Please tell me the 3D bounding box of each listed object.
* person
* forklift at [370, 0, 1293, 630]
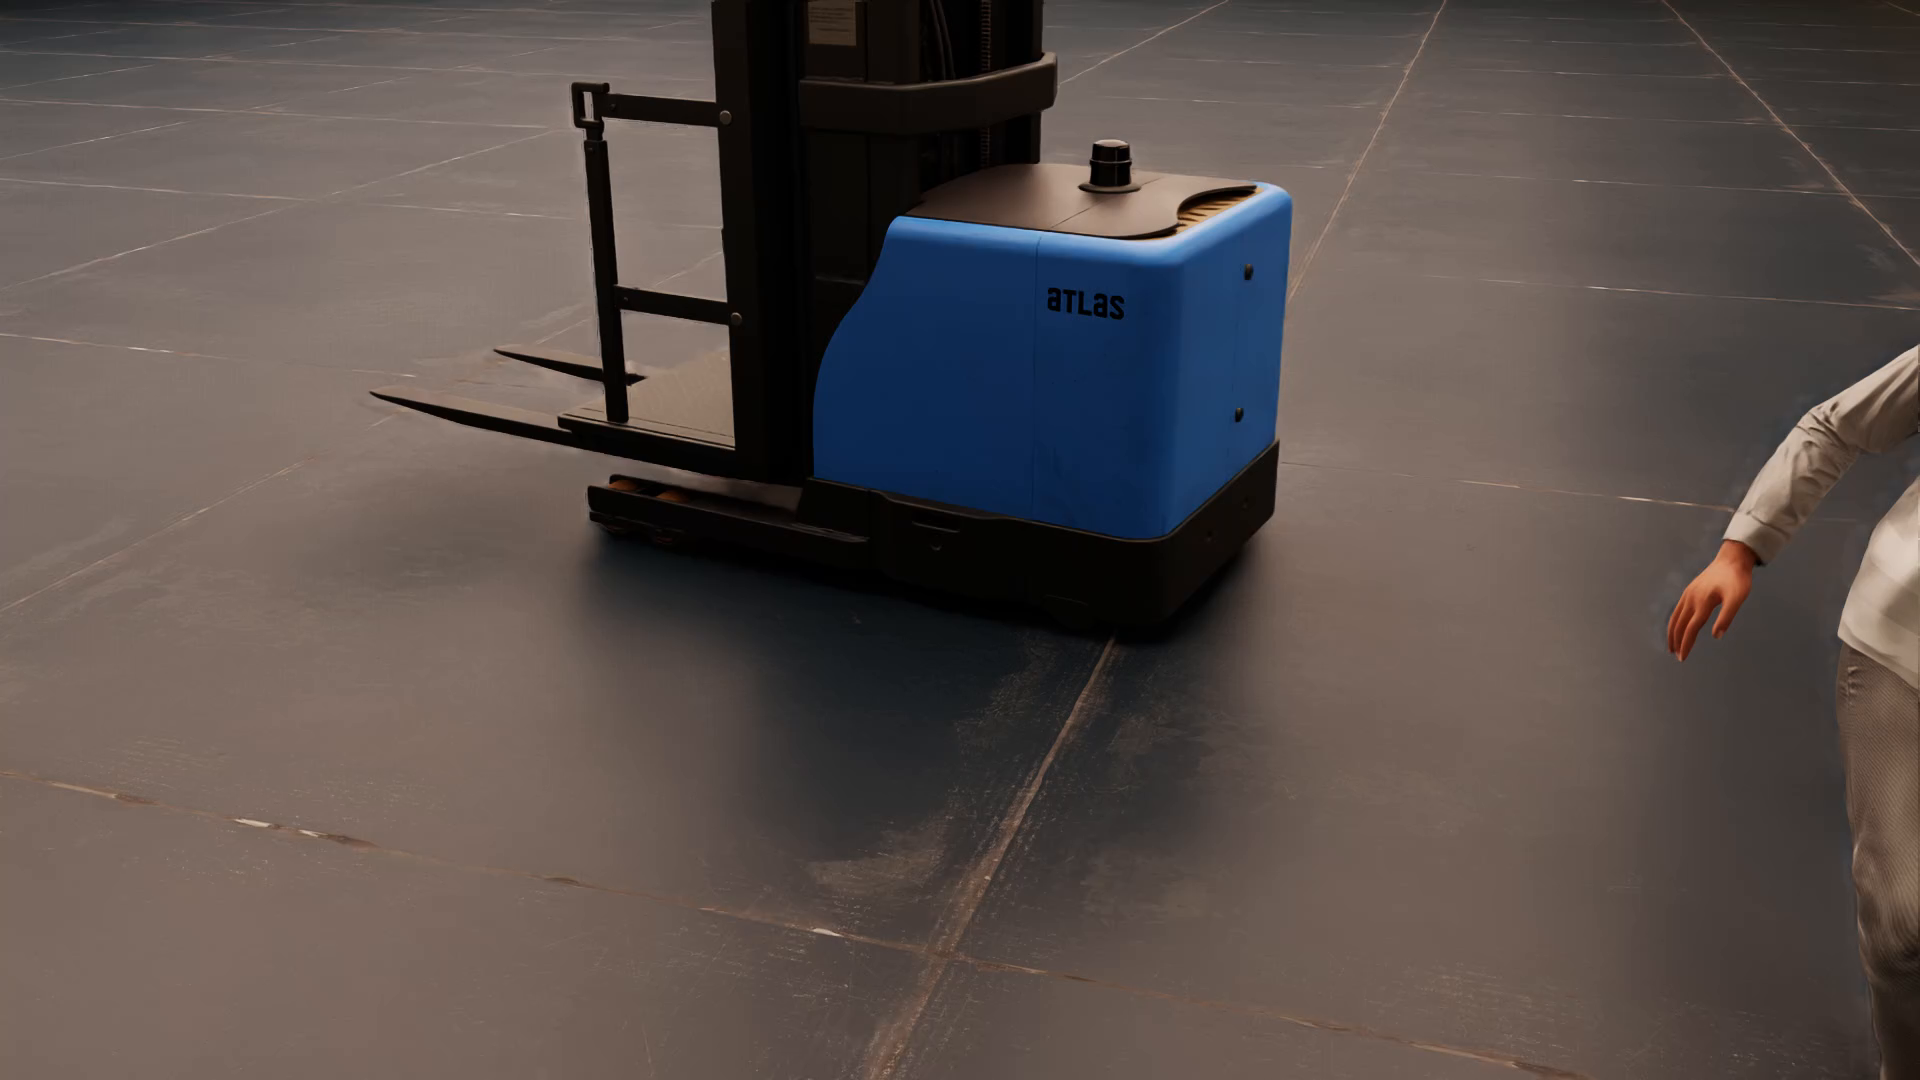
[{"bbox_3d":[1.483,0.231,2.421,0.857,1.642,0.815,11,25,24],"label":"person"},{"bbox_3d":[-0.568,-1.500,4.913,3.031,2.935,1.130,12,25,26],"label":"forklift"}]
